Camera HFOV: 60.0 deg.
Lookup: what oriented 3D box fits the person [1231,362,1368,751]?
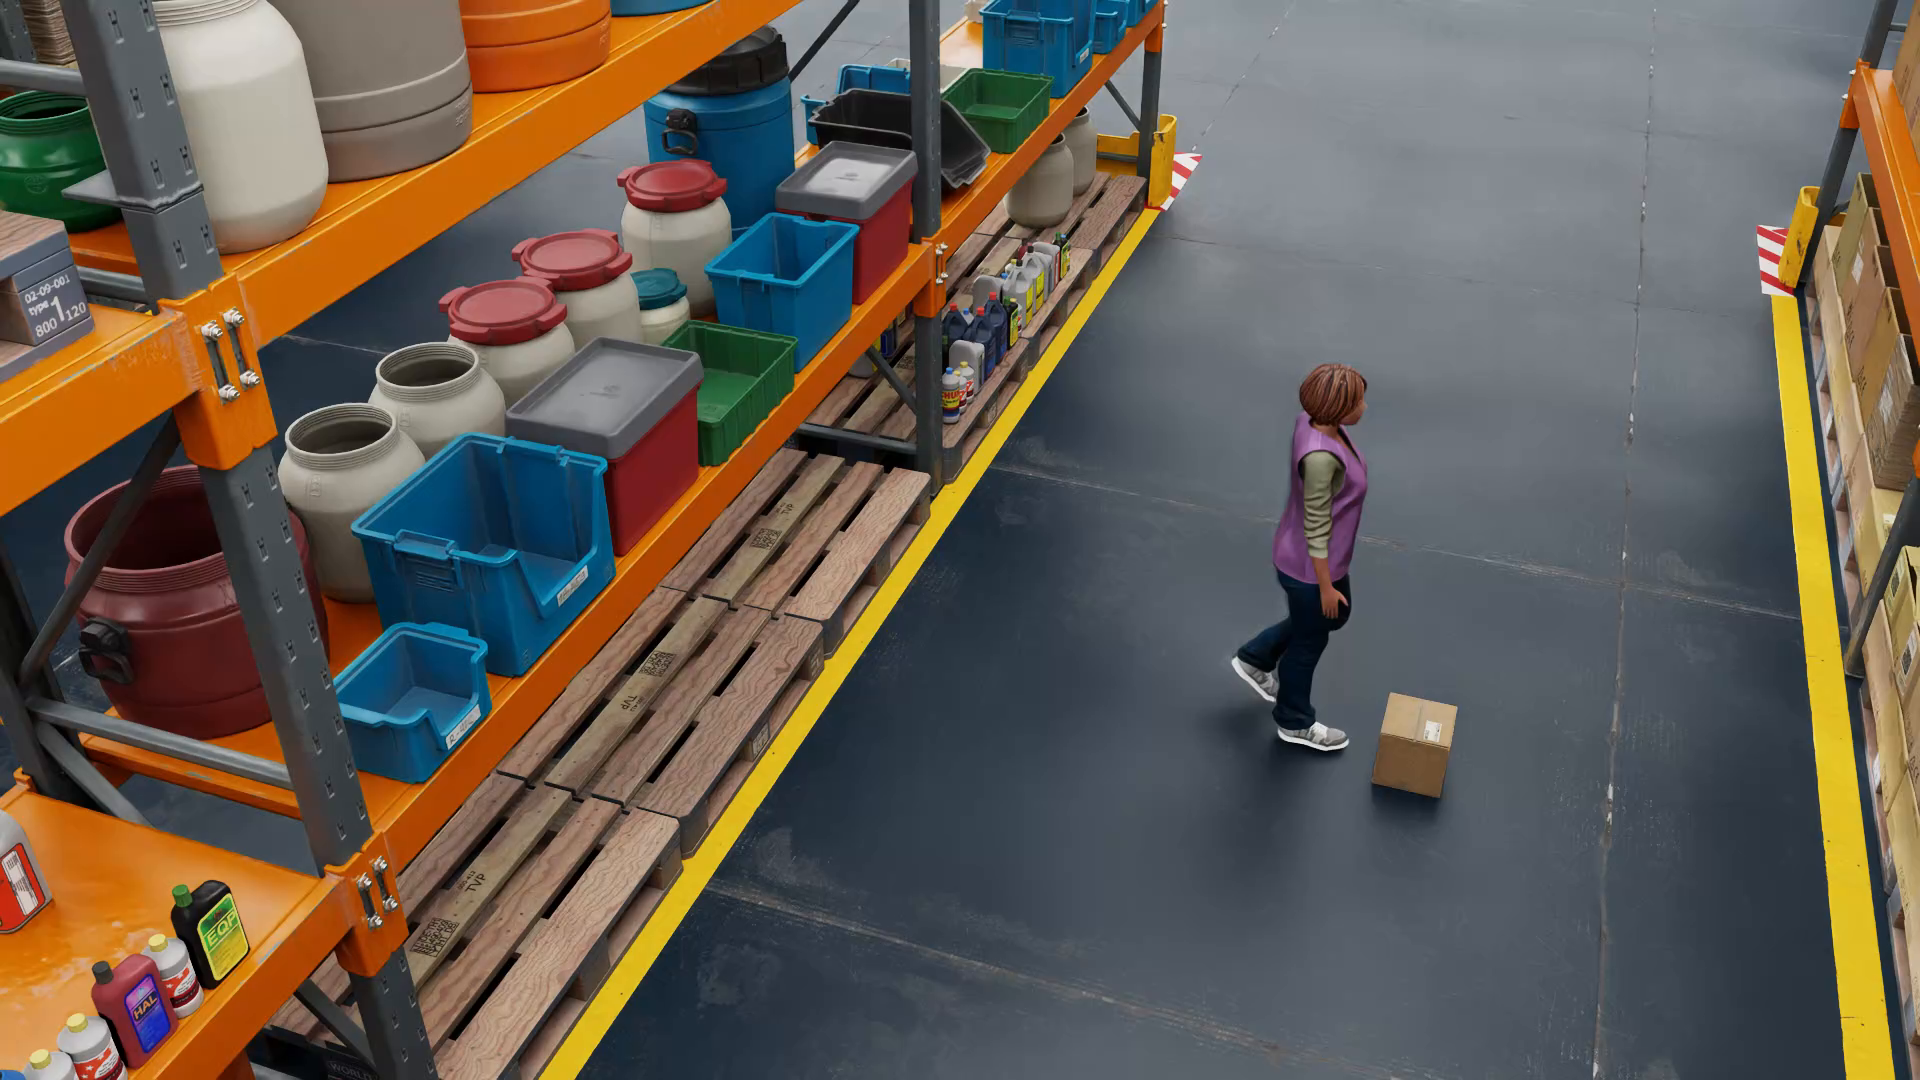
[{"bbox_3d":[1.265,0.074,6.016,0.481,1.598,0.438,7,34,11],"label":"person"}]
